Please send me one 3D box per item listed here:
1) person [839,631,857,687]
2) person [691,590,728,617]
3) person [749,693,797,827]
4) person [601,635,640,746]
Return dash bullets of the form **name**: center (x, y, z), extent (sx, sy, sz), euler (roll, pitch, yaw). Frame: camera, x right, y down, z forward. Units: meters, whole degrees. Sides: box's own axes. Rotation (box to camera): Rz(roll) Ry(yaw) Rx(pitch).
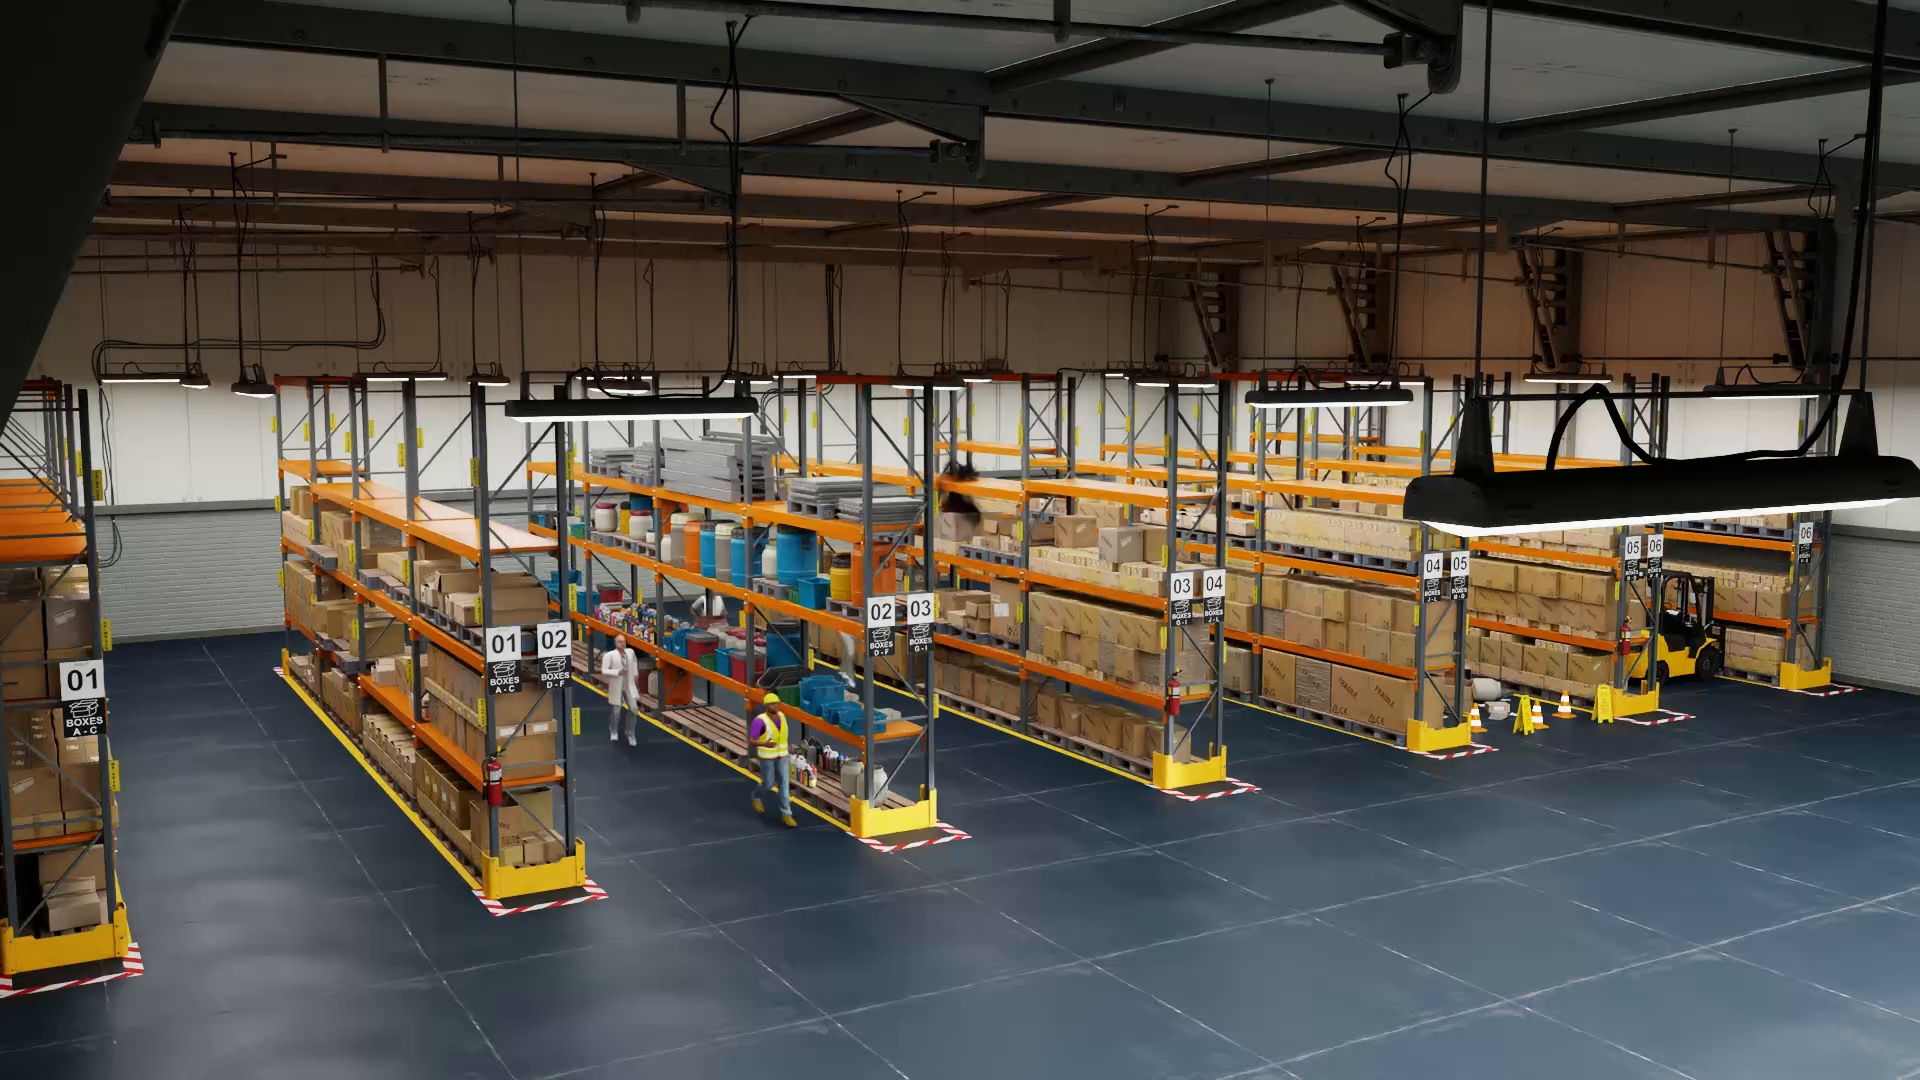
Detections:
- **person**: center (-2.076, 1.853, 31.323), extent (0.545, 1.762, 0.747), euler (-5, 8, -38)
- **person**: center (-5.025, 1.755, 33.834), extent (0.663, 1.784, 0.648), euler (-5, 8, -38)
- **person**: center (-2.553, 2.958, 22.661), extent (0.699, 1.765, 0.972), euler (-5, 8, -37)
- **person**: center (-5.546, 2.475, 27.255), extent (0.708, 1.857, 0.806), euler (-4, 7, -30)
